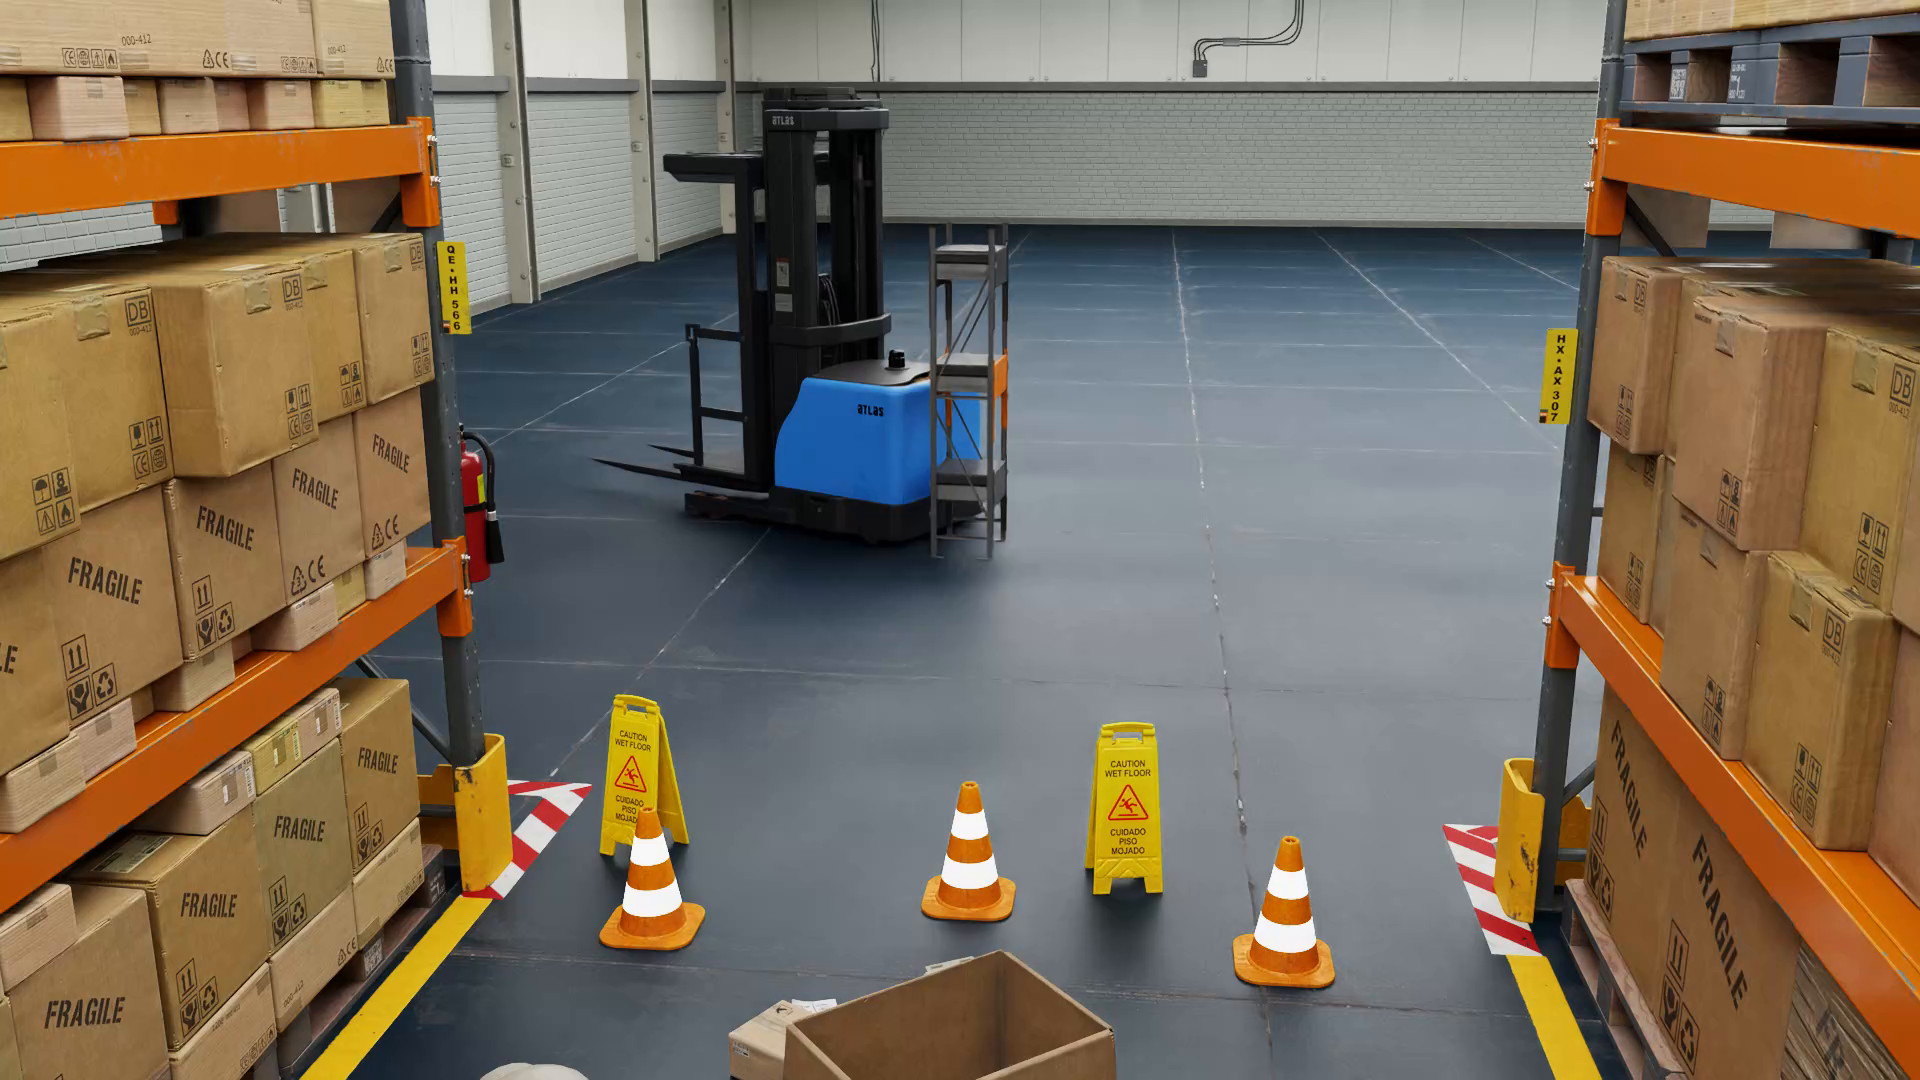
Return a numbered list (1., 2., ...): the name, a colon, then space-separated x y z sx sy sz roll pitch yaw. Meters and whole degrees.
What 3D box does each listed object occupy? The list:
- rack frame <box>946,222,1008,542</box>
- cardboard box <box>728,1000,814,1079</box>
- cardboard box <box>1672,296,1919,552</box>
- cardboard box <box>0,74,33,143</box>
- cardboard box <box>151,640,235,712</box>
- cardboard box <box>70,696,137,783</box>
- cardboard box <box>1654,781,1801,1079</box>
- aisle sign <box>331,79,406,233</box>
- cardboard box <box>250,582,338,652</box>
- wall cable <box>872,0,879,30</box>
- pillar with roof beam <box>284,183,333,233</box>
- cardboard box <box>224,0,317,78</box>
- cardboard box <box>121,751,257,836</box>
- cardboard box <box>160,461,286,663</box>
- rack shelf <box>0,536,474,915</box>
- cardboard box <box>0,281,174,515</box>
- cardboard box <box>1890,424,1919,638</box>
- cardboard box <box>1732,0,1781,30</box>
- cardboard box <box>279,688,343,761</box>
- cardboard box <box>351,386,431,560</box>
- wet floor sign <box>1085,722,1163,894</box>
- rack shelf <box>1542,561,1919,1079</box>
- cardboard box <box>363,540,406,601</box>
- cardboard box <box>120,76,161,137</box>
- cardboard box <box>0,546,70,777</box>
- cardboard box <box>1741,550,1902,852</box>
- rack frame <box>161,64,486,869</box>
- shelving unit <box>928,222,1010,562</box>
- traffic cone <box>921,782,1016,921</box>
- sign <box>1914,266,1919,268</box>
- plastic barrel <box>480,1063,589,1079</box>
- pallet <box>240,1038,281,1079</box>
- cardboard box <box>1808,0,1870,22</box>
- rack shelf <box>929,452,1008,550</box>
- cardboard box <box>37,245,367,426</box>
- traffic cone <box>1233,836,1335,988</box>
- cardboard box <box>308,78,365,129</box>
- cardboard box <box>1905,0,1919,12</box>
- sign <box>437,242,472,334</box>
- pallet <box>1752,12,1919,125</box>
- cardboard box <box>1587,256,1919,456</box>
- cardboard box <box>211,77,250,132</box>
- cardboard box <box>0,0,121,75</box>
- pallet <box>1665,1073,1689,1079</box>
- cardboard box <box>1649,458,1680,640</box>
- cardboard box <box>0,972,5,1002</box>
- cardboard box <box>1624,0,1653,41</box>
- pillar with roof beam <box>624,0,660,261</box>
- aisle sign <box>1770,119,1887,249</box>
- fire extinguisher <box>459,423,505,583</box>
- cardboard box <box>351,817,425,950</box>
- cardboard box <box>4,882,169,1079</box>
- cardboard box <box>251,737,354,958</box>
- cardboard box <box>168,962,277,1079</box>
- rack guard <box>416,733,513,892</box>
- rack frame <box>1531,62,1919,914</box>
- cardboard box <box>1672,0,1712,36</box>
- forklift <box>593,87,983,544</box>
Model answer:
1. rack frame: 0.110 -1.011 10.879 0.400 2.100 0.015 3 15 11
2. cardboard box: -0.482 1.573 5.059 0.380 0.149 0.250 11 19 35
3. cardboard box: 2.340 -0.295 4.149 0.875 0.550 0.550 2 15 6
4. cardboard box: -2.338 -0.966 3.722 0.380 0.149 0.250 2 15 7
5. cardboard box: -2.245 0.356 4.580 0.380 0.149 0.250 2 15 6
6. cardboard box: -2.284 0.487 4.097 0.380 0.149 0.250 2 15 6
7. cardboard box: 2.481 1.146 4.442 0.875 0.875 0.875 1 15 5
8. aisle sign: -2.046 -1.465 5.852 0.394 0.787 0.004 2 15 6
9. cardboard box: -2.138 0.225 5.065 0.380 0.149 0.250 2 15 7
10. wall cable: -0.528 -12.455 36.256 3.097 2.526 0.112 2 15 6
11. pillar with roof beam: -2.616 -6.075 16.389 9.100 9.000 0.400 2 15 6
12. cardboard box: -2.202 -1.451 4.751 0.500 0.250 0.500 1 15 5
13. cardboard box: -2.210 0.693 4.635 0.380 0.149 0.250 2 15 9
14. cardboard box: -2.249 0.014 4.602 0.500 0.500 0.500 2 15 6
15. rack shelf: -2.567 0.664 4.339 1.077 0.370 4.000 2 15 6
16. cardboard box: -2.396 -0.346 4.019 0.700 0.500 0.500 2 15 6
17. cardboard box: 2.357 -0.016 3.117 0.875 0.550 0.550 2 15 6
18. cardboard box: 2.118 -1.319 4.032 0.380 0.149 0.250 2 15 6
19. cardboard box: -2.147 0.560 5.129 0.380 0.149 0.250 2 15 8
20. cardboard box: -2.128 -0.245 5.561 0.500 0.500 0.500 1 15 5
21. wet floor sign: 0.625 0.988 6.272 0.267 0.644 0.232 -1 15 -3
22. rack shelf: 2.363 0.783 3.897 1.077 0.370 4.000 2 15 6
23. cardboard box: -2.089 0.091 5.559 0.380 0.149 0.250 2 15 6
24. cardboard box: -2.276 -1.097 4.207 0.380 0.149 0.250 1 15 5
25. cardboard box: -2.363 0.277 3.631 0.500 0.500 0.500 2 15 6
26. cardboard box: 2.345 0.366 3.775 0.875 0.550 0.500 2 15 6
27. rack frame: -2.341 -0.202 6.163 1.000 3.000 0.127 2 15 6
28. shelving unit: 0.061 -0.949 10.649 0.431 2.100 0.503 3 15 11
29. traffic cone: 0.034 1.116 6.147 0.336 0.463 0.334 2 15 6
30. sign: 3.126 -0.736 5.467 0.100 0.325 0.005 2 15 6
31. plastic barrel: -1.070 1.622 4.354 0.421 0.421 0.512 -14 20 -42
32. pallet: -2.616 1.689 4.512 1.003 0.211 1.213 2 15 6
33. cardboard box: 2.061 -1.188 3.546 0.380 0.149 0.250 2 15 7
34. rack shelf: 0.061 -0.260 10.835 0.431 0.518 0.480 3 15 11
35. cardboard box: -2.246 -0.607 4.983 0.700 0.500 0.500 2 15 7
36. traffic cone: 1.118 1.238 5.698 0.336 0.463 0.334 2 15 6
37. cardboard box: -2.099 -1.363 5.190 0.380 0.149 0.250 2 15 7
38. cardboard box: 2.003 -1.057 3.064 0.380 0.149 0.250 2 15 6
39. sign: -1.792 -0.892 5.891 0.100 0.325 0.005 2 15 6
40. pallet: 2.380 -0.978 3.455 1.003 0.211 1.213 2 15 6
41. cardboard box: 2.509 -0.581 5.209 0.875 0.550 0.550 2 15 6
42. cardboard box: -2.257 -1.231 4.703 0.380 0.149 0.250 2 15 7
43. cardboard box: -2.297 -1.185 3.767 0.500 0.250 0.500 2 15 7
44. pallet: 2.436 1.789 4.143 1.003 0.211 1.213 2 15 6
45. cardboard box: 2.552 0.086 4.811 0.875 0.550 0.550 2 15 6
46. cardboard box: -2.328 0.976 3.591 0.380 0.149 0.250 2 15 8
47. cardboard box: 2.232 -1.581 5.001 0.380 0.149 0.250 2 15 7
48. pillar with roof beam: -1.262 -9.187 27.899 9.100 9.000 0.400 2 15 6
49. aisle sign: 2.895 -1.347 5.417 0.394 0.787 0.004 2 15 6
50. fire extinguisher: -1.870 -0.181 6.233 0.296 0.674 0.183 2 15 6
51. cardboard box: -2.168 1.146 5.640 0.500 0.250 0.500 2 15 6
52. cardboard box: -2.349 1.179 4.081 0.500 0.500 0.500 3 15 9
53. cardboard box: -2.228 0.911 5.072 0.500 0.500 0.500 2 15 8
54. cardboard box: -2.285 1.410 4.664 0.500 0.250 0.500 1 15 4
55. rack guard: -2.349 1.024 6.417 1.175 0.500 0.348 2 15 6
56. rack frame: 2.589 -0.083 5.721 1.000 3.000 0.127 2 15 6
57. cardboard box: 2.175 -1.450 4.516 0.380 0.149 0.250 2 15 6
58. forklift: -1.345 -1.663 11.697 3.031 2.935 1.130 10 18 33
